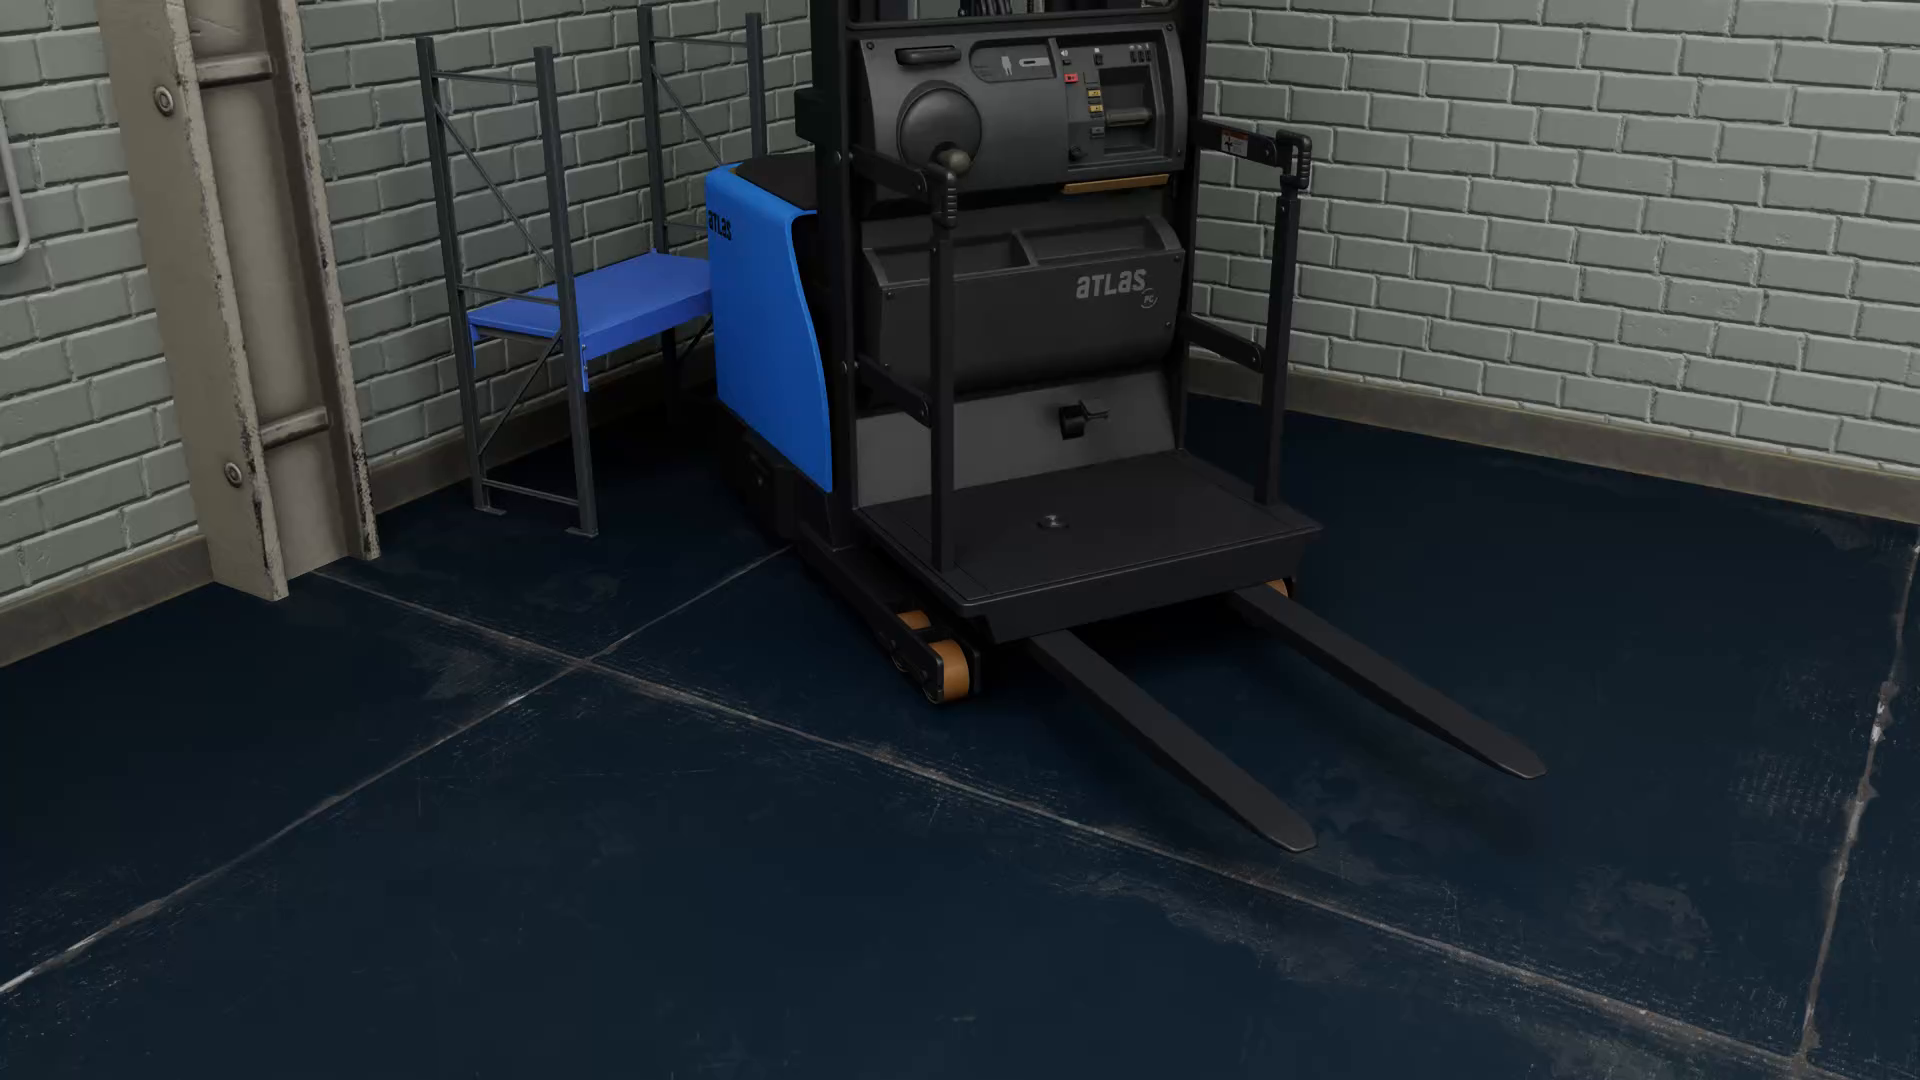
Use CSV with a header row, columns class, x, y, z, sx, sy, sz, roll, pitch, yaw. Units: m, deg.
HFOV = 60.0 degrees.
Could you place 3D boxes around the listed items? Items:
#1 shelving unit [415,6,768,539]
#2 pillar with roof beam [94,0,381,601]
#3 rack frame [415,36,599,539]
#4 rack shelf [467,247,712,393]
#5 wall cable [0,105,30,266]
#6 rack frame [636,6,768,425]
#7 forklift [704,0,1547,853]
class,x,y,z,sx,sy,sz,roll,pitch,yaw
shelving unit,-1.129,-0.922,5.490,0.538,1.500,1.048,12,26,26
pillar with roof beam,1.636,-3.147,1.193,9.100,9.000,0.400,14,27,29
rack frame,-1.374,-0.745,5.082,0.500,1.500,0.032,12,26,26
rack shelf,-1.129,-0.756,5.562,0.538,0.185,1.000,12,26,26
wall cable,-2.839,-1.301,3.200,0.084,1.984,1.851,14,27,29
rack frame,-0.883,-1.098,5.899,0.500,1.500,0.032,12,26,26
forklift,0.279,-1.124,4.157,1.130,2.935,3.031,-11,26,-24
